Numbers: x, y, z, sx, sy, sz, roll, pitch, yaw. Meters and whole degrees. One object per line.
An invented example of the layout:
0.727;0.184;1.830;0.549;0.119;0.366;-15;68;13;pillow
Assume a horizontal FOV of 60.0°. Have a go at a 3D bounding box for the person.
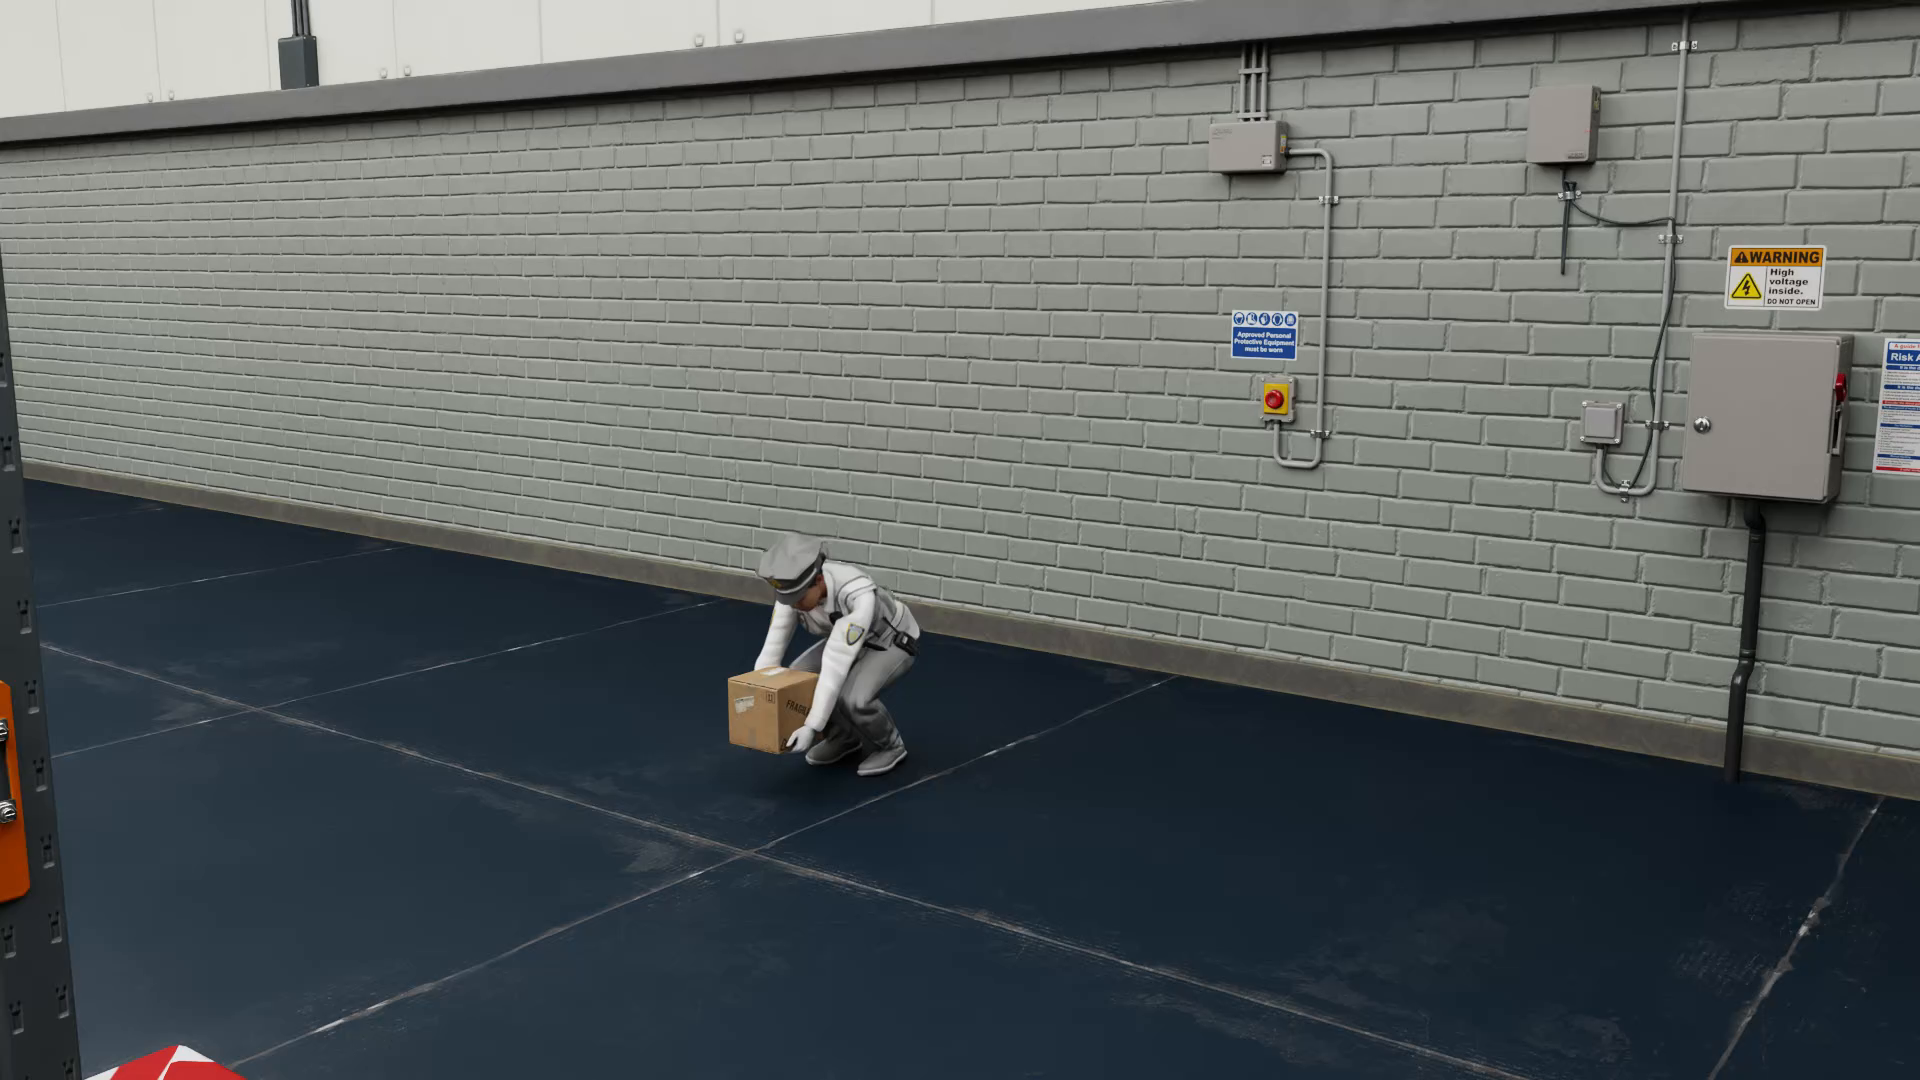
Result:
-0.488;0.433;6.439;0.462;0.984;0.832;7;12;34;person
